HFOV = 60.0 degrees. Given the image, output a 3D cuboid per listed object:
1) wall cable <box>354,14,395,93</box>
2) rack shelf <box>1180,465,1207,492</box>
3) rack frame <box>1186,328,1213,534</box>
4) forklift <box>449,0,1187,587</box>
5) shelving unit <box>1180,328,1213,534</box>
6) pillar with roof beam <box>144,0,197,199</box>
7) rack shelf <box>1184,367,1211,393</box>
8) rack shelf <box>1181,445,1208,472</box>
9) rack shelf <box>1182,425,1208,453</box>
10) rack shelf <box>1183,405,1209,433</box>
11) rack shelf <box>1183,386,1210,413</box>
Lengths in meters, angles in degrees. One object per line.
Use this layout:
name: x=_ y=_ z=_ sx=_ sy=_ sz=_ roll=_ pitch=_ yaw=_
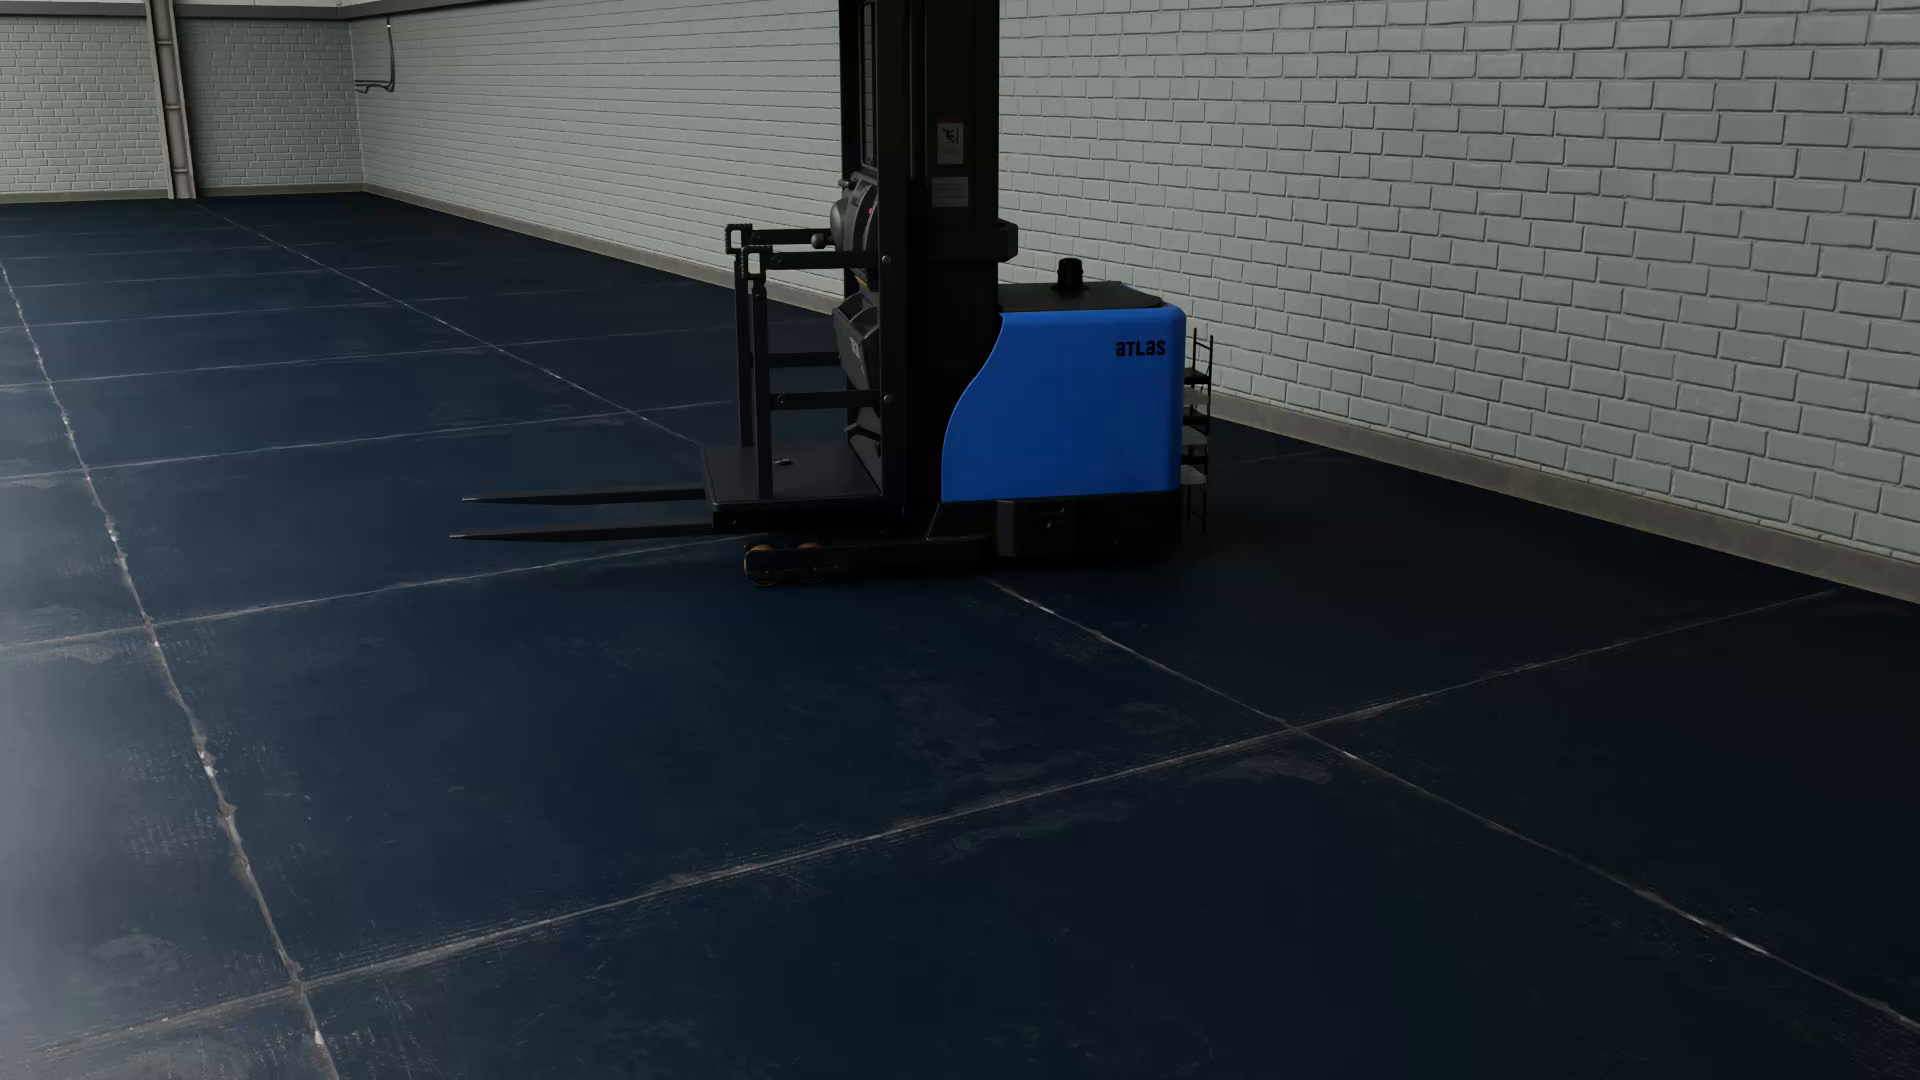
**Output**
wall cable: x=-9.802 y=-8.663 z=27.395 sx=0.112 sy=2.526 sz=3.097 roll=-9 pitch=18 yaw=-30
rack shelf: x=0.979 y=-0.279 z=7.529 sx=0.200 sy=0.077 sz=0.258 roll=-3 pitch=16 yaw=-11
rack frame: x=1.079 y=-0.490 z=7.491 sx=0.006 sy=0.900 sz=0.240 roll=-3 pitch=16 yaw=-11
forklift: x=-0.618 y=-1.378 z=6.895 sx=3.031 sy=2.935 sz=1.130 roll=-3 pitch=16 yaw=-11
shelving unit: x=0.979 y=-0.485 z=7.472 sx=0.210 sy=0.900 sz=0.258 roll=-3 pitch=16 yaw=-11
pillar with roof beam: x=-10.791 y=-9.059 z=23.053 sx=0.400 sy=9.000 sz=9.100 roll=-9 pitch=18 yaw=-30
rack shelf: x=0.979 y=-0.713 z=7.408 sx=0.200 sy=0.077 sz=0.258 roll=-3 pitch=16 yaw=-11
rack shelf: x=0.979 y=-0.366 z=7.505 sx=0.200 sy=0.077 sz=0.258 roll=-3 pitch=16 yaw=-11
rack shelf: x=0.979 y=-0.453 z=7.481 sx=0.200 sy=0.077 sz=0.258 roll=-3 pitch=16 yaw=-11
rack shelf: x=0.979 y=-0.539 z=7.457 sx=0.200 sy=0.077 sz=0.258 roll=-3 pitch=16 yaw=-11
rack shelf: x=0.979 y=-0.626 z=7.432 sx=0.200 sy=0.077 sz=0.258 roll=-3 pitch=16 yaw=-11
